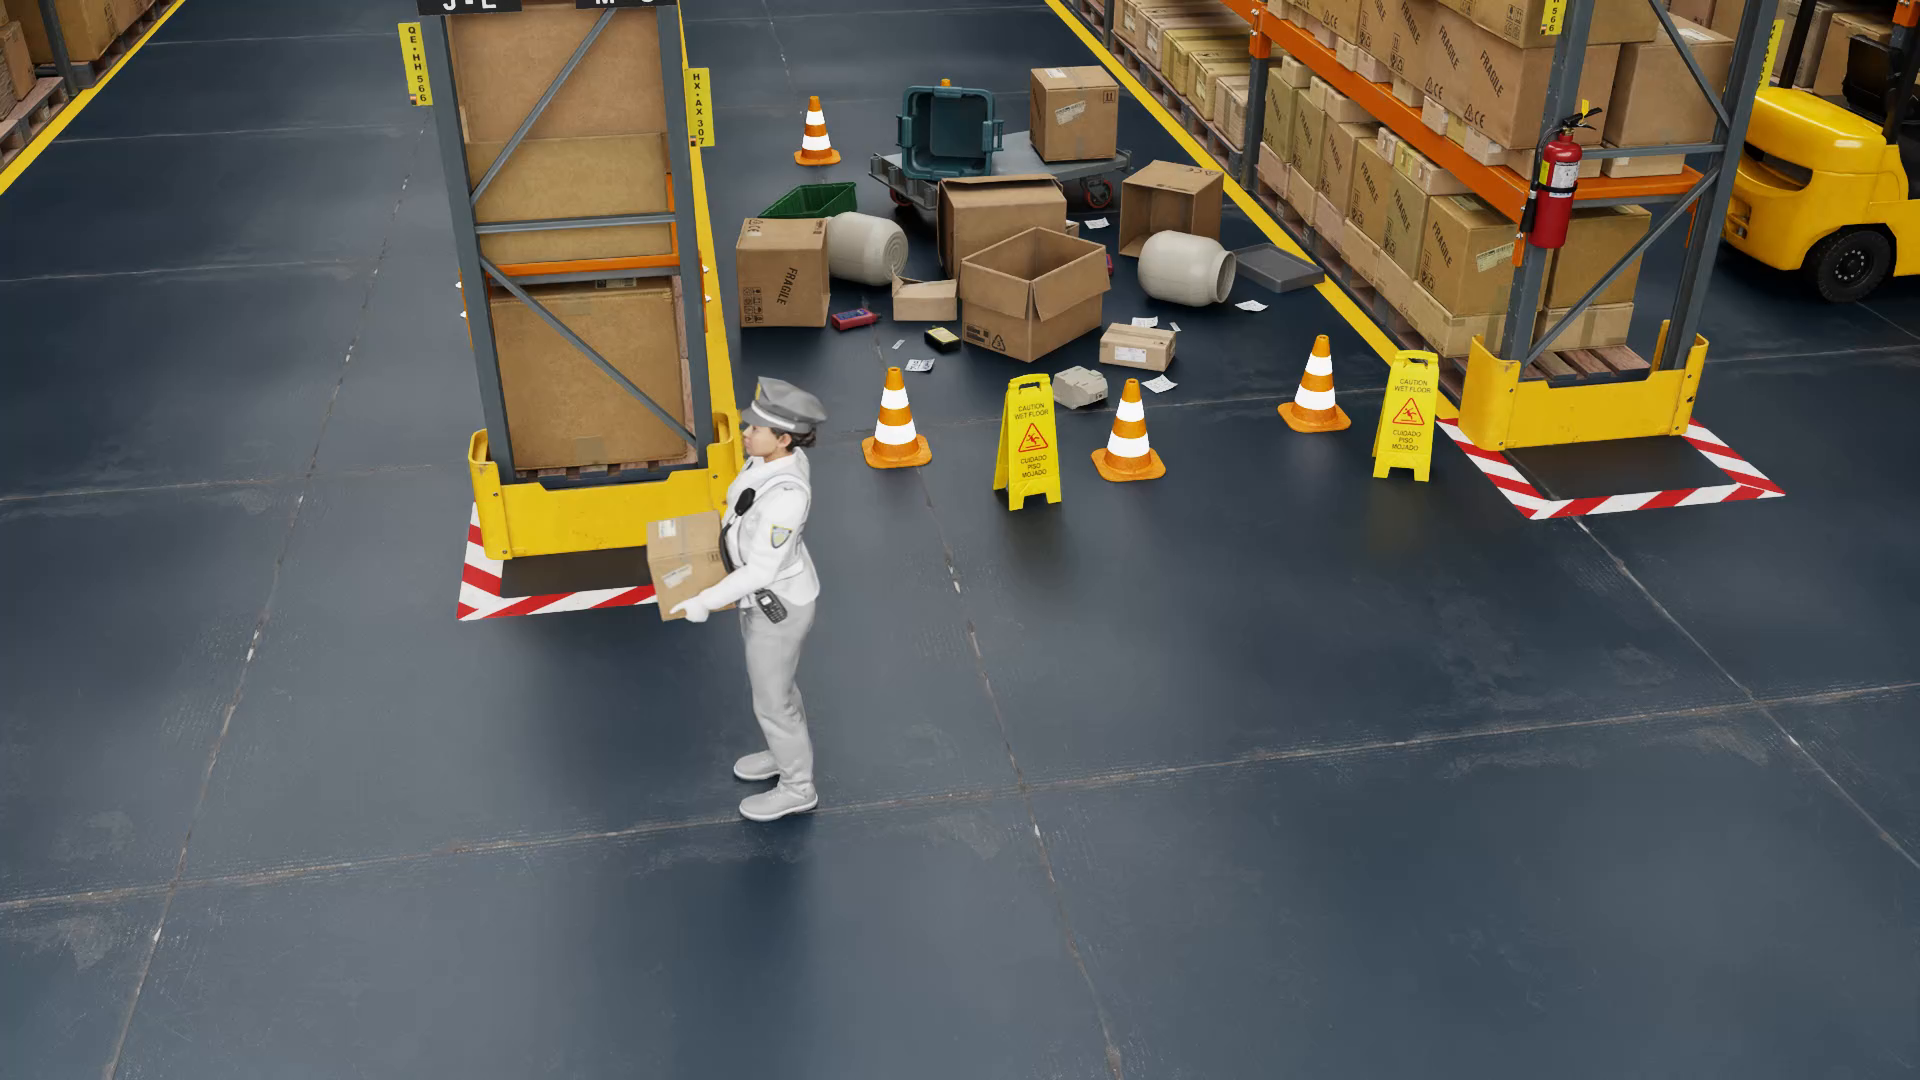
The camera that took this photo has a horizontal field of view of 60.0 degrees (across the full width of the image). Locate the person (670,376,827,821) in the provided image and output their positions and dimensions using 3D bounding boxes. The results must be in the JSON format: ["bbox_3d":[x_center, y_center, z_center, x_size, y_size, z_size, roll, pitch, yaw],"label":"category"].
[{"bbox_3d":[-0.716,0.212,5.752,0.563,1.686,0.460,-5,31,-9],"label":"person"}]
